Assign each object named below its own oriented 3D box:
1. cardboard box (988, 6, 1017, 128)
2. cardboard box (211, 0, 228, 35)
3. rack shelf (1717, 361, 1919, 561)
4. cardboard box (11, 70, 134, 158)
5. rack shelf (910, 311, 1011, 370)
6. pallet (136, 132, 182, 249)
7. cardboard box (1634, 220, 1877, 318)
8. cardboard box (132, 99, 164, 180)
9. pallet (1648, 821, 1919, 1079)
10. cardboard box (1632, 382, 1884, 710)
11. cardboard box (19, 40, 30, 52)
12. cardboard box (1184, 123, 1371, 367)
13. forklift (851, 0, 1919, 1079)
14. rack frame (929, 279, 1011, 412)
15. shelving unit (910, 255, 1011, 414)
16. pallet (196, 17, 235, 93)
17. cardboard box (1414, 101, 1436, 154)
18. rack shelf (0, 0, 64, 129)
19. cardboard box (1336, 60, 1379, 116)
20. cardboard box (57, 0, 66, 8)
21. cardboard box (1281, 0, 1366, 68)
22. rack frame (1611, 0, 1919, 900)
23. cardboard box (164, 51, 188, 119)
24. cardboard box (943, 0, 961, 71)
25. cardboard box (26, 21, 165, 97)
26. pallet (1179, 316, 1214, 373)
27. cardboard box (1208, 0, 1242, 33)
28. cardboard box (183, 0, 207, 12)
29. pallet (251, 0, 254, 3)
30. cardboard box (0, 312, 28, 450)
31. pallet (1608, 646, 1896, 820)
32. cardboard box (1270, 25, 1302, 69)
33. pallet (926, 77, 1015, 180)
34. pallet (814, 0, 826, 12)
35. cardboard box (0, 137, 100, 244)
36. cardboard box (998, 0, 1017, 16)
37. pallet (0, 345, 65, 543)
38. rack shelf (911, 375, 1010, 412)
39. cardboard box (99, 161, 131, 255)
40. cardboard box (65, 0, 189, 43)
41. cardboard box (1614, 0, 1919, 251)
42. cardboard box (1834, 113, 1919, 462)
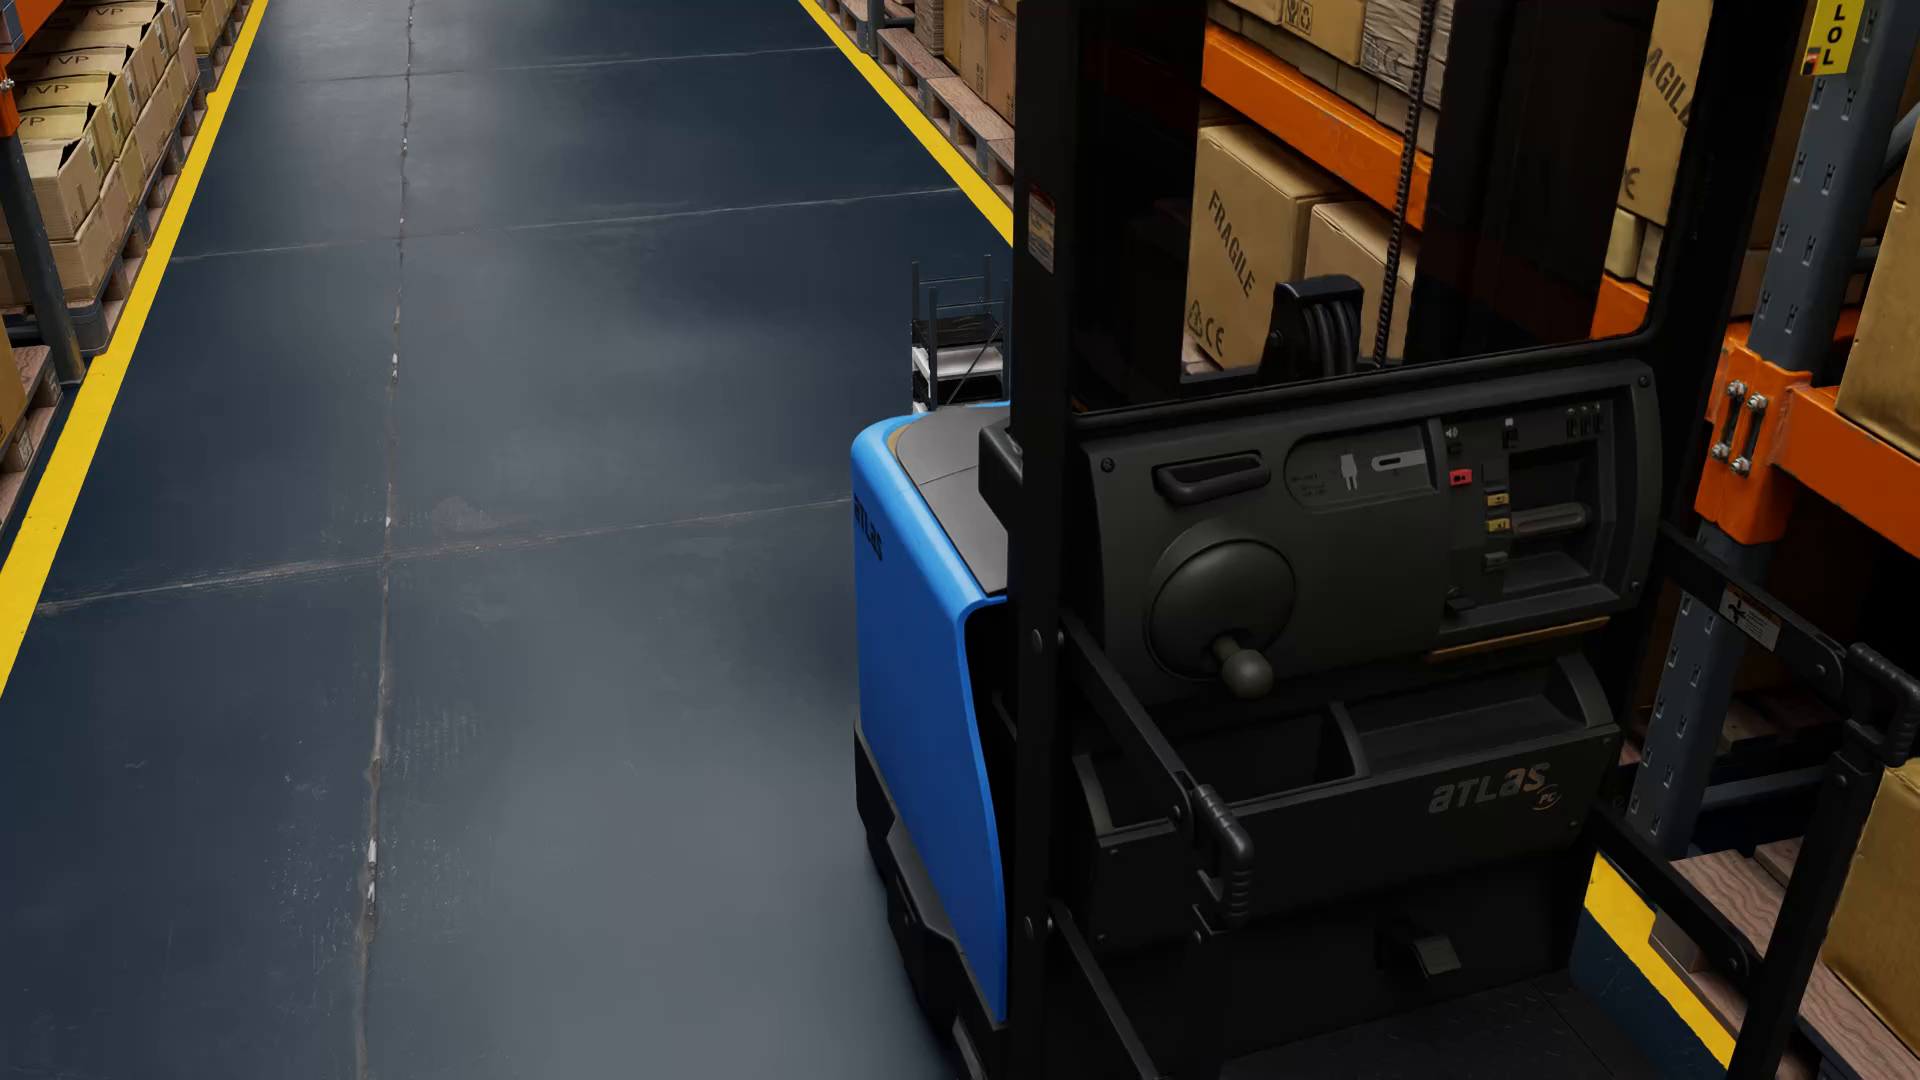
[{"bbox_3d":[0.550,-2.450,8.545,0.700,0.500,0.500,-8,31,-14],"label":"cardboard box"},{"bbox_3d":[-4.820,-3.270,10.230,0.500,0.250,0.500,-8,31,-13],"label":"cardboard box"},{"bbox_3d":[2.567,0.709,1.749,1.077,0.370,4.000,-8,31,-13],"label":"rack shelf"},{"bbox_3d":[-3.937,-1.865,7.244,0.500,0.311,0.500,-9,31,-15],"label":"cardboard box"},{"bbox_3d":[0.002,-0.590,4.899,0.258,0.077,0.200,-8,31,-13],"label":"rack shelf"},{"bbox_3d":[-4.301,-1.624,7.845,1.003,0.211,1.213,-8,31,-13],"label":"pallet"},{"bbox_3d":[1.674,-0.594,3.512,0.380,0.149,0.250,-8,31,-13],"label":"cardboard box"},{"bbox_3d":[-4.070,-1.864,7.802,0.500,0.250,0.500,-7,31,-12],"label":"cardboard box"},{"bbox_3d":[2.163,1.016,3.283,1.003,0.211,1.213,-8,31,-13],"label":"pallet"},{"bbox_3d":[1.739,-0.116,4.183,0.750,0.750,0.750,-7,31,-13],"label":"cardboard box"},{"bbox_3d":[-4.726,-2.281,7.962,0.500,0.311,0.500,-9,31,-15],"label":"cardboard box"},{"bbox_3d":[1.270,-0.955,5.632,0.750,0.750,0.750,-8,31,-14],"label":"cardboard box"},{"bbox_3d":[0.698,0.031,2.270,1.130,2.935,3.031,-9,31,-16],"label":"forklift"},{"bbox_3d":[0.029,-0.336,4.933,0.240,0.900,0.006,-8,31,-13],"label":"rack frame"},{"bbox_3d":[0.002,-0.386,5.018,0.258,0.900,0.210,-8,31,-13],"label":"shelving unit"},{"bbox_3d":[-5.032,-2.954,10.143,1.003,0.211,1.213,-8,31,-13],"label":"pallet"},{"bbox_3d":[1.431,-1.090,4.370,0.380,0.149,0.250,-8,31,-13],"label":"cardboard box"},{"bbox_3d":[-4.331,-2.494,7.283,1.077,0.370,4.000,-8,31,-13],"label":"rack shelf"},{"bbox_3d":[1.320,-1.343,4.807,0.380,0.149,0.250,-7,31,-12],"label":"cardboard box"},{"bbox_3d":[-4.992,-2.773,8.813,0.500,0.311,0.500,-8,31,-13],"label":"cardboard box"},{"bbox_3d":[1.264,-1.668,4.720,0.500,0.500,0.500,-7,31,-12],"label":"cardboard box"},{"bbox_3d":[2.037,-0.568,3.237,1.000,3.000,0.127,-8,31,-13],"label":"rack frame"},{"bbox_3d":[-4.340,-2.357,8.653,0.500,0.250,0.500,-8,31,-14],"label":"cardboard box"},{"bbox_3d":[0.310,-2.944,9.399,0.700,0.500,0.500,-8,31,-14],"label":"cardboard box"},{"bbox_3d":[-4.204,-2.357,8.093,0.500,0.311,0.500,-8,31,-13],"label":"cardboard box"},{"bbox_3d":[1.112,-0.902,6.598,1.003,0.211,1.213,-8,31,-13],"label":"pallet"},{"bbox_3d":[1.072,-1.843,5.670,0.380,0.149,0.250,-8,31,-14],"label":"cardboard box"},{"bbox_3d":[-4.683,-3.353,9.626,0.500,0.500,0.500,-8,31,-13],"label":"cardboard box"},{"bbox_3d":[-5.680,-4.133,12.180,1.003,0.211,1.213,-8,31,-13],"label":"pallet"},{"bbox_3d":[-3.325,-0.528,5.223,0.500,0.500,0.500,-7,31,-11],"label":"cardboard box"},{"bbox_3d":[1.759,0.276,4.562,1.003,0.211,1.213,-8,31,-13],"label":"pallet"},{"bbox_3d":[1.207,-1.593,5.238,0.380,0.149,0.250,-7,31,-13],"label":"cardboard box"},{"bbox_3d":[0.449,-2.259,8.942,1.003,0.211,1.213,-8,31,-13],"label":"pallet"},{"bbox_3d":[-0.626,-4.135,12.184,1.003,0.211,1.213,-8,31,-13],"label":"pallet"},{"bbox_3d":[-3.656,-1.366,6.382,0.500,0.311,0.500,-7,31,-12],"label":"cardboard box"},{"bbox_3d":[0.501,-2.805,8.410,0.500,0.250,0.500,-8,31,-14],"label":"cardboard box"},{"bbox_3d":[-3.638,-0.267,5.501,1.003,0.211,1.213,-8,31,-13],"label":"pallet"},{"bbox_3d":[0.002,-0.435,4.989,0.258,0.077,0.200,-8,31,-13],"label":"rack shelf"},{"bbox_3d":[-3.790,-1.366,6.941,0.500,0.250,0.500,-9,31,-15],"label":"cardboard box"},{"bbox_3d":[-4.478,-2.849,8.943,0.500,0.311,0.500,-8,31,-13],"label":"cardboard box"},{"bbox_3d":[1.671,-0.938,3.460,0.500,0.500,0.500,-8,31,-14],"label":"cardboard box"},{"bbox_3d":[2.165,-0.434,2.706,0.980,0.700,0.700,-7,31,-13],"label":"cardboard box"}]
